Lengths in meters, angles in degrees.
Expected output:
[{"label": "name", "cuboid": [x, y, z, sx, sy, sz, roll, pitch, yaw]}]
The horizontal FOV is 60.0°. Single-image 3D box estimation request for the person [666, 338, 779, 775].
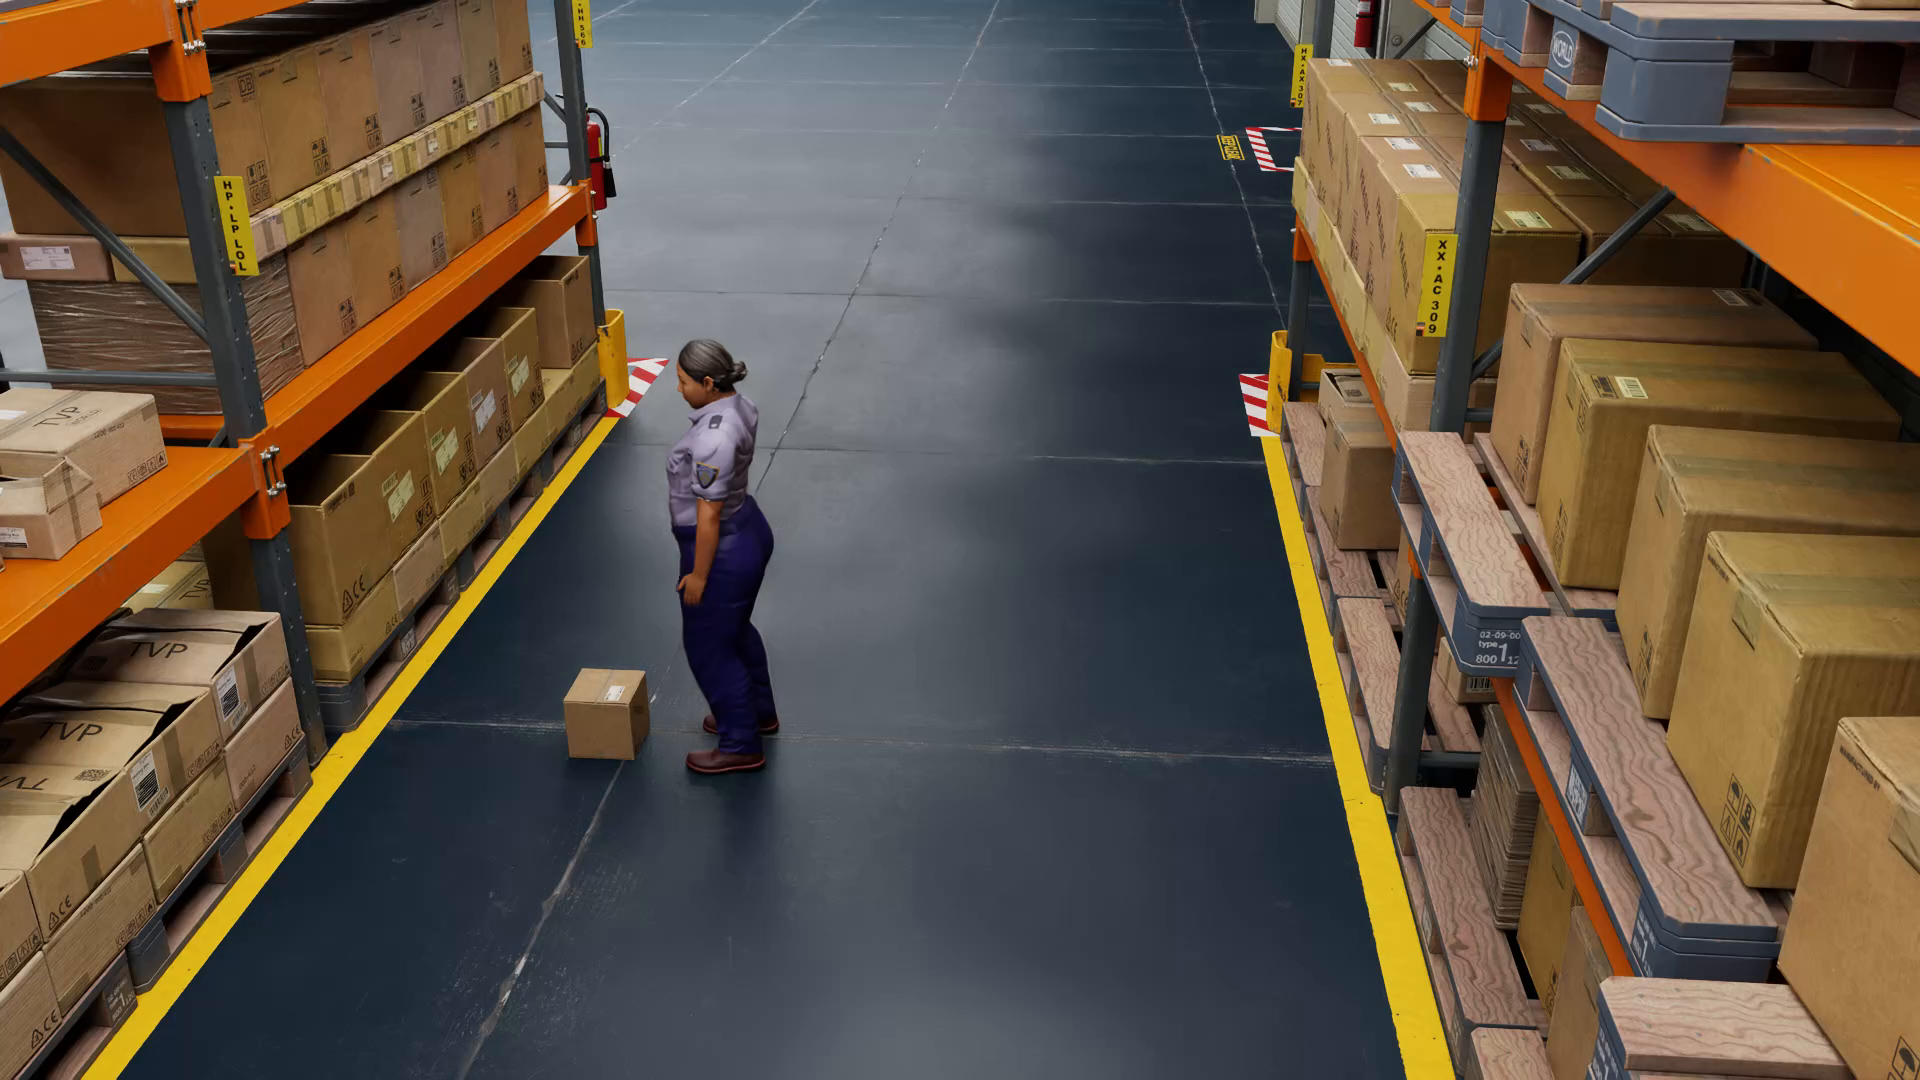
[{"label": "person", "cuboid": [-0.865, 0.061, 6.004, 0.341, 1.643, 0.472, 2, 25, 5]}]
